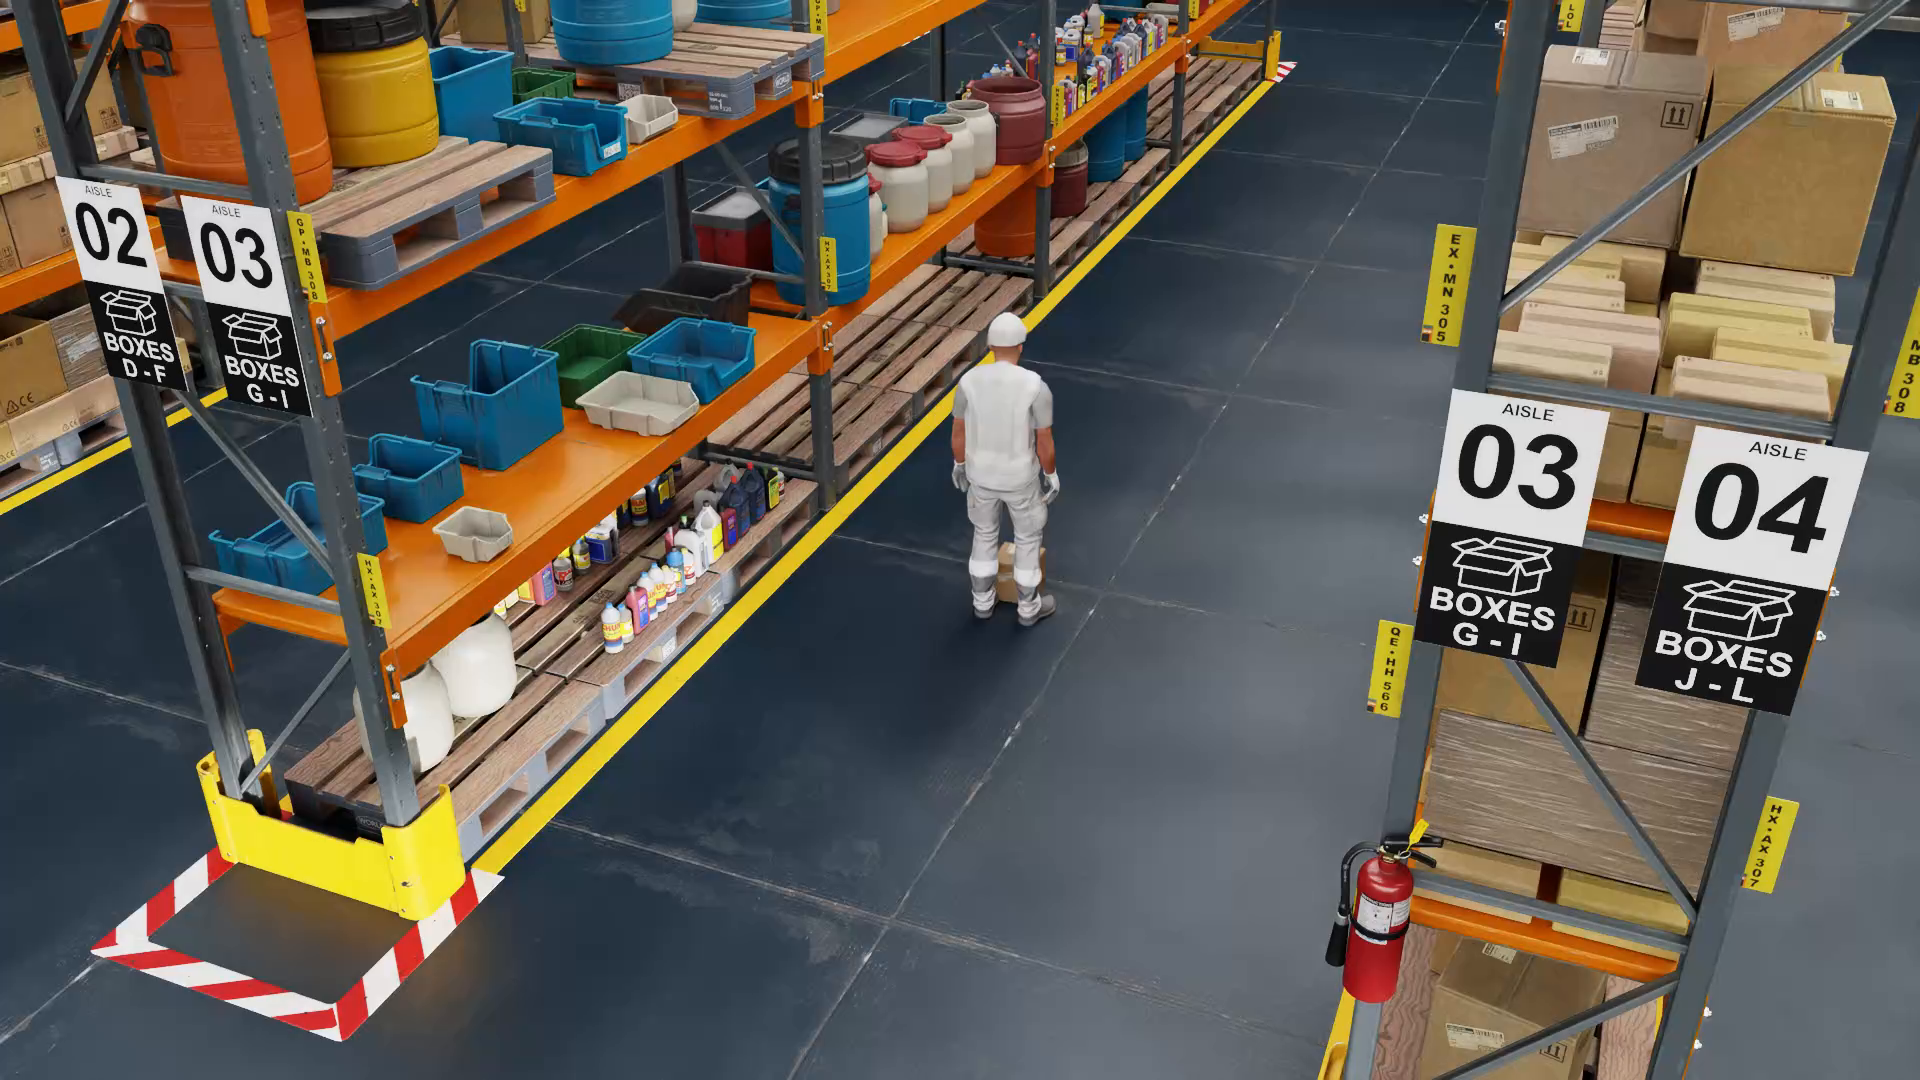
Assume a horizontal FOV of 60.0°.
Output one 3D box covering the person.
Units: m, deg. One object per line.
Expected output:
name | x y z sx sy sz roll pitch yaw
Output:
person | 0.249 -0.368 9.042 0.608 1.777 0.454 10 31 17
